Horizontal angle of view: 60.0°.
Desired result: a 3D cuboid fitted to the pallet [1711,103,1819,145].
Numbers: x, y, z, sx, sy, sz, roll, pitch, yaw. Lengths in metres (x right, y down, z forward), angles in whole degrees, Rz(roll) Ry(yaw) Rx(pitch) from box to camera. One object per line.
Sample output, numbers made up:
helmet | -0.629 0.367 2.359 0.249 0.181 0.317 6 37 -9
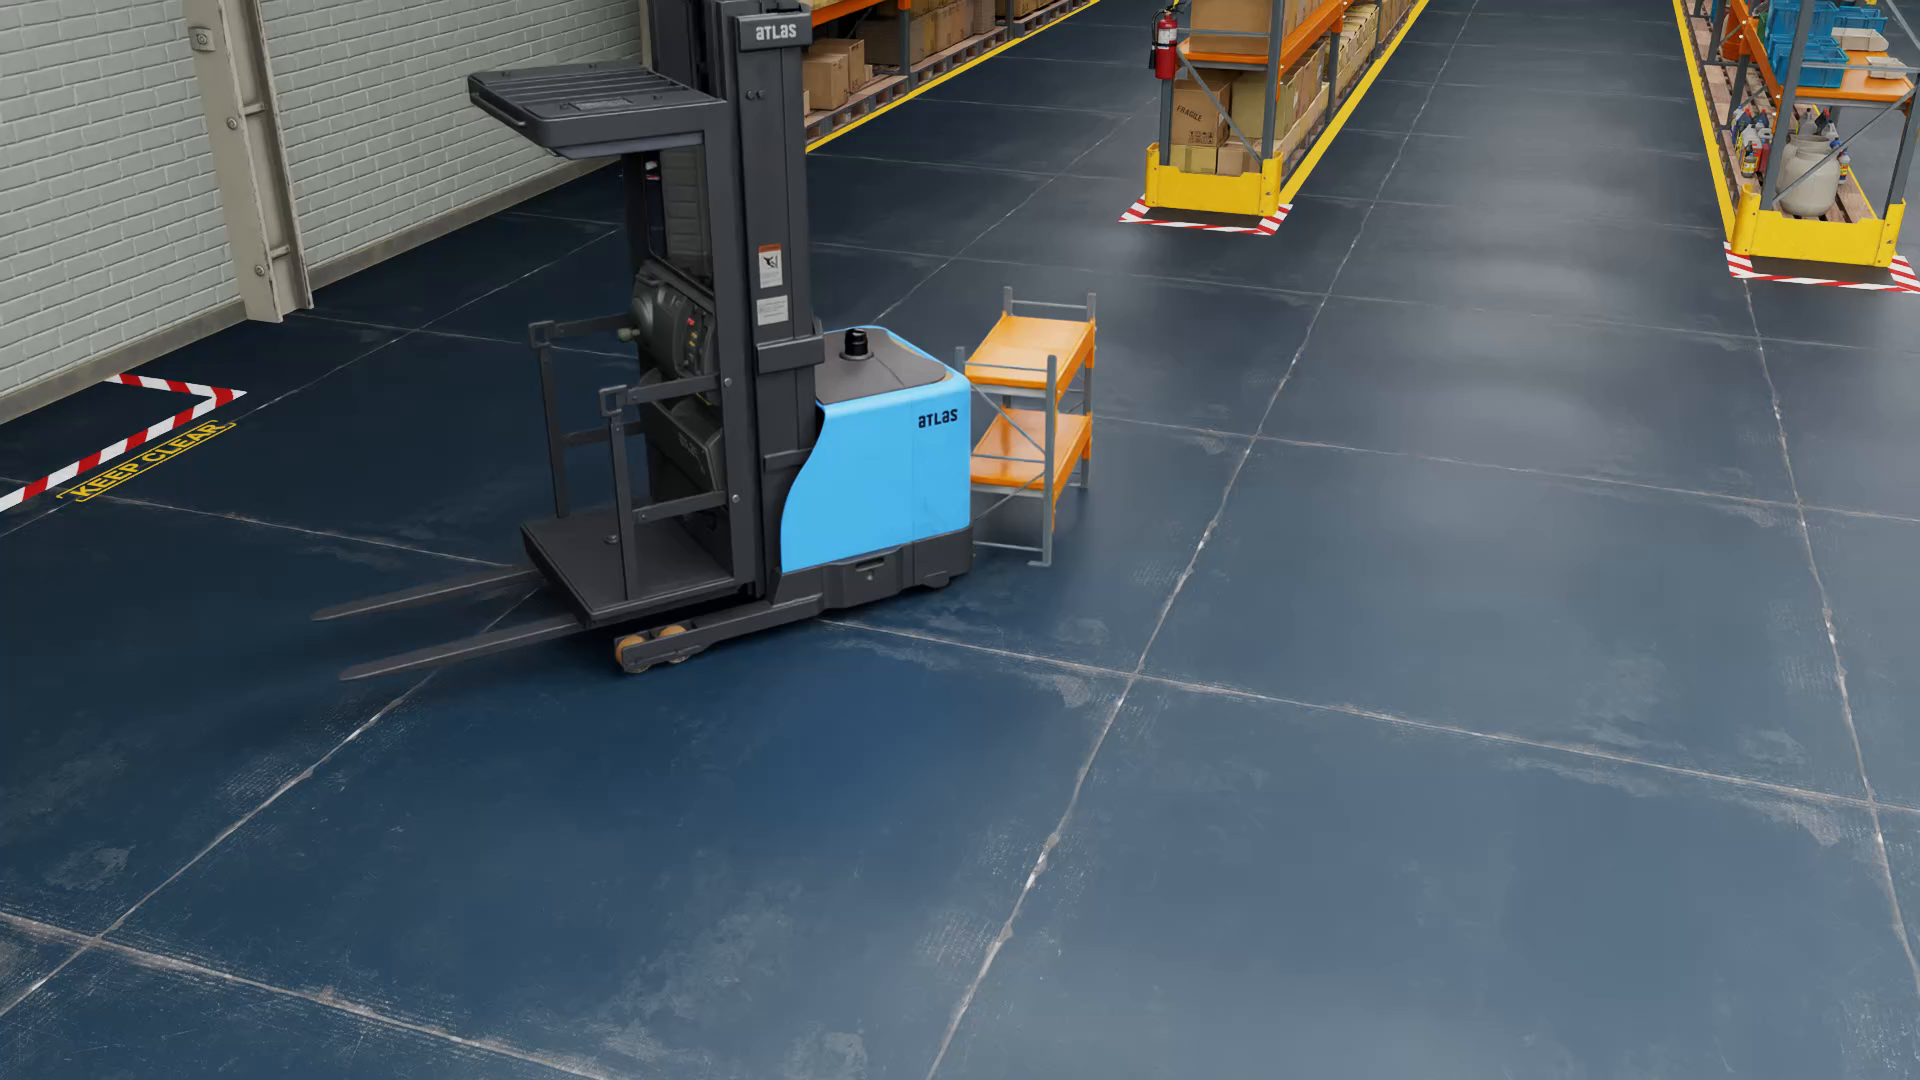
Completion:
pallet | 8.488 -4.350 17.493 1.003 0.211 1.213 9 27 17

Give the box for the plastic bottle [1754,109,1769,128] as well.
plastic bottle | 7.739 -3.990 16.085 0.144 0.351 0.185 9 27 17

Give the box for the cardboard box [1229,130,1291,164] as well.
cardboard box | 2.813 -3.699 15.621 0.500 0.250 0.500 9 27 17

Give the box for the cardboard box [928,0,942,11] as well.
cardboard box | -0.537 -6.825 20.907 0.500 0.250 0.500 8 27 16

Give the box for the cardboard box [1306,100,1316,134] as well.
cardboard box | 3.317 -4.315 16.892 0.500 0.250 0.500 9 27 17

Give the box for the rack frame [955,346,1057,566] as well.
rack frame | 0.222 -0.406 8.298 0.500 1.125 0.032 7 27 13

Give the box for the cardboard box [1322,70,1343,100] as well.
cardboard box | 3.961 -5.078 18.470 0.500 0.250 0.500 8 27 16

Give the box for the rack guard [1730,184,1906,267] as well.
rack guard | 6.913 -2.546 13.436 1.175 0.500 0.348 9 27 17

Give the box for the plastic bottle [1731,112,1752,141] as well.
plastic bottle | 7.662 -4.045 16.283 0.152 0.276 0.135 10 27 19

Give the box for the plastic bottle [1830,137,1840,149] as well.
plastic bottle | 8.044 -3.569 15.304 0.097 0.271 0.097 0 26 0

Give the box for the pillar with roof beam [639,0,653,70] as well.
pillar with roof beam | 1.066 -7.559 14.036 9.100 9.000 0.400 9 27 17

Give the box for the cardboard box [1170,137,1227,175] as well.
cardboard box | 2.162 -3.568 15.350 0.500 0.250 0.500 9 27 17

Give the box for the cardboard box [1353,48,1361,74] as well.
cardboard box | 4.472 -5.710 19.775 0.500 0.250 0.500 9 27 18

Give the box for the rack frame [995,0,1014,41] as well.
rack frame | 0.252 -8.358 22.570 1.000 3.000 0.127 9 27 17

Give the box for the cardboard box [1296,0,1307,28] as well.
cardboard box | 2.942 -5.225 15.984 0.700 0.500 0.500 10 27 19

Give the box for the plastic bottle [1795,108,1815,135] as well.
plastic bottle | 8.184 -3.997 16.099 0.144 0.351 0.185 9 27 17

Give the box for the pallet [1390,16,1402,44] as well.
pallet | 5.616 -7.187 23.351 1.003 0.211 1.213 9 27 17

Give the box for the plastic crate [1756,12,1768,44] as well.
plastic crate | 7.545 -4.665 15.186 0.450 0.188 0.662 9 27 17

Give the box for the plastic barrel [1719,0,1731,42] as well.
plastic barrel | 10.116 -6.692 21.415 0.600 0.588 0.708 9 27 17

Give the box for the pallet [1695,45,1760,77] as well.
pallet | 9.817 -5.996 20.892 1.003 0.211 1.213 9 27 17

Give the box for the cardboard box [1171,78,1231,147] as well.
cardboard box | 2.160 -3.906 15.188 0.500 0.500 0.500 9 27 17

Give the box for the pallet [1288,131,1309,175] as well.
pallet | 2.885 -3.918 16.600 1.003 0.211 1.213 9 27 17

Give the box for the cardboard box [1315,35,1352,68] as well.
cardboard box | 4.137 -5.540 18.779 0.500 0.311 0.500 8 27 17

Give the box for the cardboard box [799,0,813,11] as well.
cardboard box | -1.789 -5.382 16.572 0.500 0.250 0.500 8 27 16

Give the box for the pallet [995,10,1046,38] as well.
pallet | 0.585 -7.416 23.824 1.003 0.211 1.213 9 27 17

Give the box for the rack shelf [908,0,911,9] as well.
rack shelf | -0.414 -7.212 21.029 1.077 0.370 4.000 9 27 17

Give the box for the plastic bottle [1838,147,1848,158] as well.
plastic bottle | 7.922 -3.399 14.940 0.061 0.283 0.133 9 27 18

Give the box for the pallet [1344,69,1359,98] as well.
pallet | 4.206 -5.553 19.978 1.003 0.211 1.213 9 27 17

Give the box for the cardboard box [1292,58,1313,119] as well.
cardboard box | 3.152 -4.446 16.304 0.500 0.500 0.500 9 27 17

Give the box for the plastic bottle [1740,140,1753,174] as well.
plastic bottle | 7.151 -3.478 15.103 0.061 0.283 0.133 9 27 19

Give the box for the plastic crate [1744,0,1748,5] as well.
plastic crate | 8.337 -5.768 17.240 0.392 0.384 0.575 9 27 17

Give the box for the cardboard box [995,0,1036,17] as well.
cardboard box | 0.620 -7.862 23.531 0.750 0.750 0.750 8 27 17

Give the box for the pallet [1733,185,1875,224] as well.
pallet | 7.188 -2.749 14.186 1.003 0.211 1.213 9 27 17

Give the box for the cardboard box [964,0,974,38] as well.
cardboard box | -0.220 -6.932 21.989 0.700 0.500 0.500 9 27 17

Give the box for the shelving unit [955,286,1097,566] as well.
shelving unit | 0.352 -0.620 8.740 0.538 1.125 1.048 7 27 13

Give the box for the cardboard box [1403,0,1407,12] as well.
cardboard box | 6.189 -7.911 24.011 0.500 0.500 0.500 9 27 18

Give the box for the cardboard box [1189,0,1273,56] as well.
cardboard box | 2.429 -4.588 14.670 0.700 0.500 0.500 9 27 17

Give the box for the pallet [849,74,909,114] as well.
pallet | -1.270 -5.178 19.202 1.003 0.211 1.213 9 27 17

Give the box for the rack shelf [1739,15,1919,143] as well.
rack shelf | 7.597 -4.131 14.666 1.077 0.370 4.000 9 27 17

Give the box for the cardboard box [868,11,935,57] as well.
cardboard box | -0.726 -6.311 20.707 0.700 0.500 0.500 8 27 16

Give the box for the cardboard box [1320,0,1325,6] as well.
cardboard box | 3.451 -5.859 17.294 0.700 0.500 0.500 8 27 16

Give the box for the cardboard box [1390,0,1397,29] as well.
cardboard box | 5.686 -7.281 22.709 0.500 0.500 0.500 8 27 17

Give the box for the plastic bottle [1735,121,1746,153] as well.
plastic bottle | 7.446 -3.842 15.855 0.061 0.283 0.133 10 28 20

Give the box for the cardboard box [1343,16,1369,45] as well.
cardboard box | 4.645 -6.172 20.085 0.500 0.311 0.500 9 27 17

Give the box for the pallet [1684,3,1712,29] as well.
pallet | 11.133 -7.617 24.241 1.003 0.211 1.213 9 27 17

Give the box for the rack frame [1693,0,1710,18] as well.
rack frame | 10.925 -8.565 22.997 1.000 3.000 0.127 9 27 17

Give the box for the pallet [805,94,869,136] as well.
pallet | -1.674 -4.675 18.163 1.003 0.211 1.213 9 27 17

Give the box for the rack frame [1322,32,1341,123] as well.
rack frame | 3.593 -5.997 17.694 1.000 3.000 0.127 9 27 17

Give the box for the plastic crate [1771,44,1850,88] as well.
plastic crate | 6.816 -3.816 13.359 0.499 0.251 0.616 9 27 17

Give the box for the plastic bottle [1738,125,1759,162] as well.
plastic bottle | 7.337 -3.683 15.449 0.144 0.351 0.185 10 28 20

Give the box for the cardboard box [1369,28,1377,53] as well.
cardboard box | 4.979 -6.341 21.077 0.500 0.250 0.500 9 27 19

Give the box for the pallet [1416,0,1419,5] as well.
pallet | 6.889 -8.815 26.713 1.003 0.211 1.213 9 27 17

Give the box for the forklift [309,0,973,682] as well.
forklift | -1.471 -0.980 7.410 3.031 2.935 1.130 -14 29 -27

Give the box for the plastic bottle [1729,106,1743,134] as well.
plastic bottle | 7.743 -4.180 16.567 0.097 0.271 0.097 0 26 0

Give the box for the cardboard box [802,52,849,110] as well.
cardboard box | -1.615 -4.943 17.880 0.700 0.500 0.500 7 27 14

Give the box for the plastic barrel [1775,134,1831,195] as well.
plastic barrel | 7.246 -3.190 14.270 0.421 0.512 0.421 0 26 0

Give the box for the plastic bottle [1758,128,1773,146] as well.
plastic bottle | 7.547 -3.714 15.600 0.152 0.276 0.135 9 27 17

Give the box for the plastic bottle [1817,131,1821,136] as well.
plastic bottle | 7.991 -3.684 15.528 0.061 0.283 0.133 9 27 17
